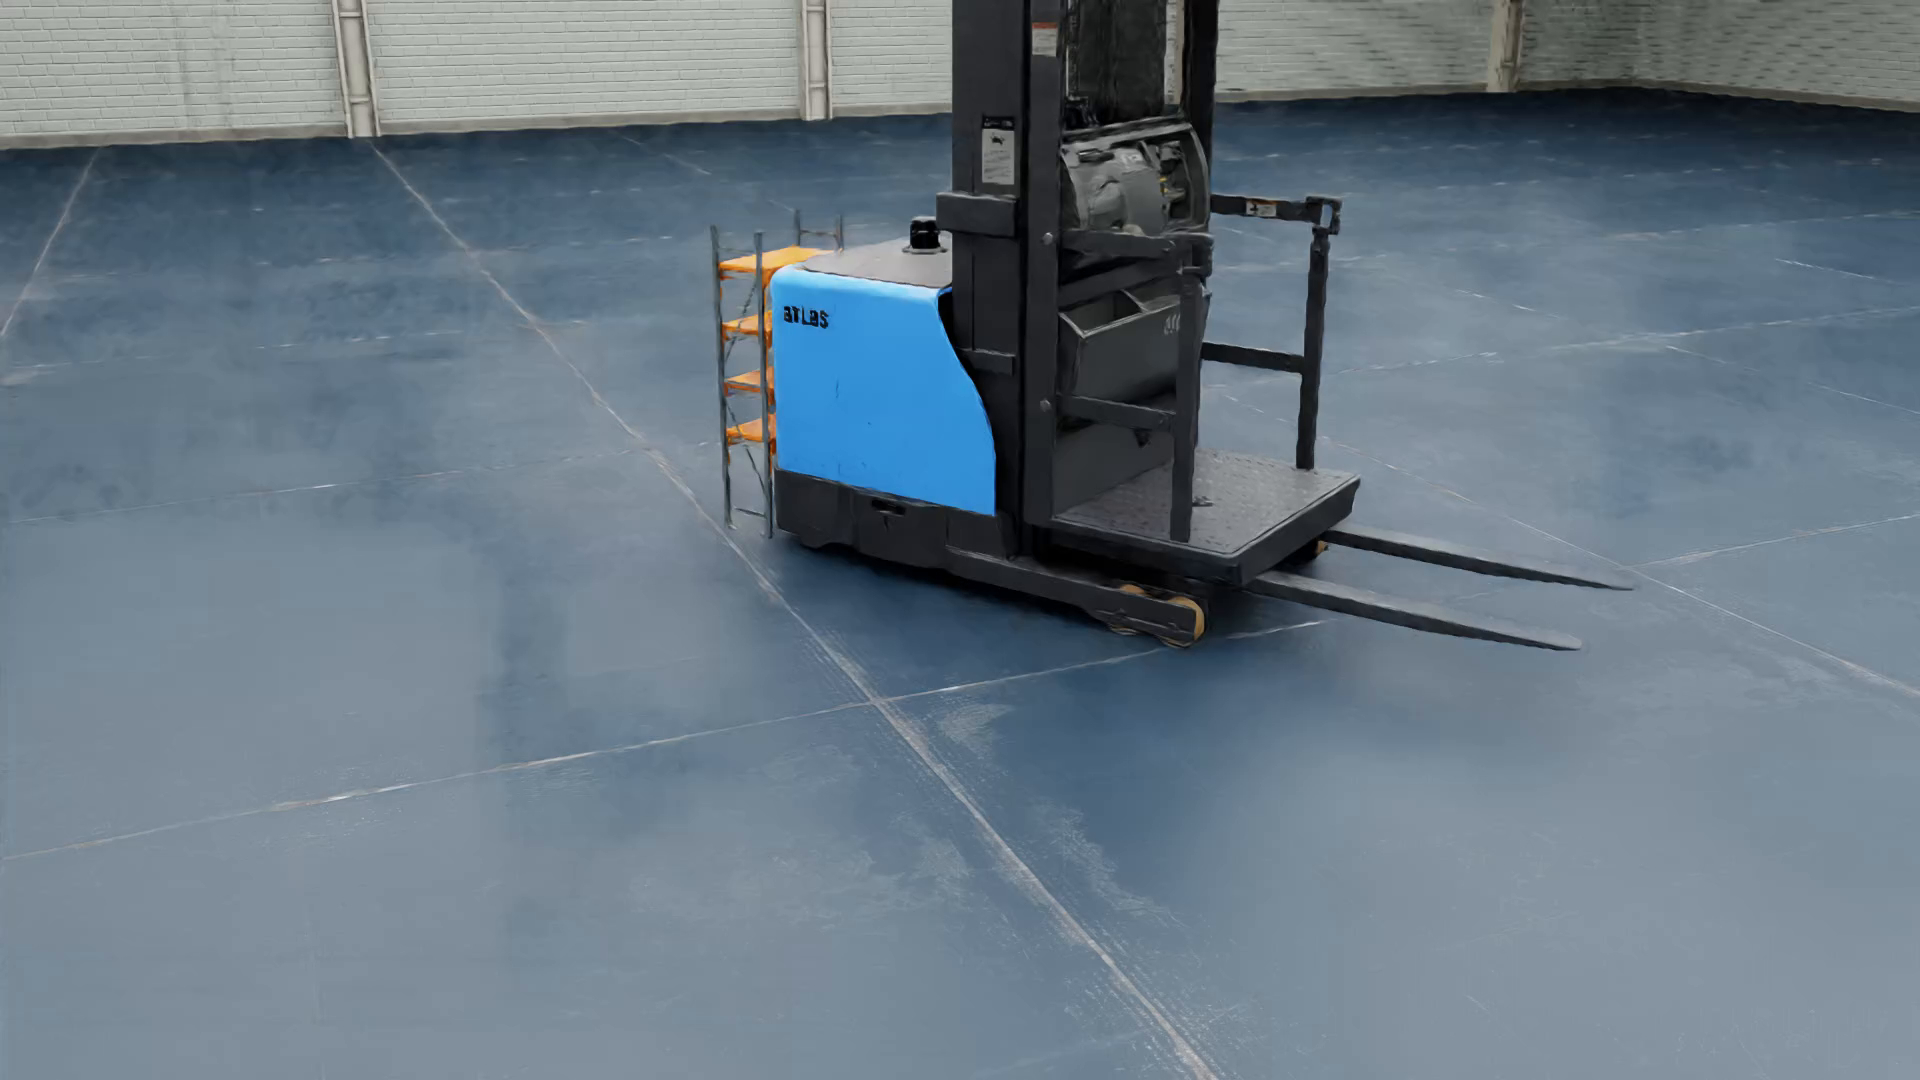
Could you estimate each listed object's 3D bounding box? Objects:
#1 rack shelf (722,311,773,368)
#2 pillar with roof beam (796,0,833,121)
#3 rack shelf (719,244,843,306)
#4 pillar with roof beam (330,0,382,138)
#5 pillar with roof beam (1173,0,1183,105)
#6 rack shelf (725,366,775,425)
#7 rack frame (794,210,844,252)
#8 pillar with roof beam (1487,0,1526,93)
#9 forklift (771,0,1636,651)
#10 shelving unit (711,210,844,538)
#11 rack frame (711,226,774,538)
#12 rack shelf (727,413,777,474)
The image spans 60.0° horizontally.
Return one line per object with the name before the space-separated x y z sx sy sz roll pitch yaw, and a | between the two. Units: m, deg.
rack shelf | -0.701 -0.813 6.552 0.258 0.148 0.480 13 23 32
pillar with roof beam | -0.303 -8.808 17.989 0.400 9.000 9.100 -8 21 -22
rack shelf | -0.701 -1.036 6.474 0.258 0.148 0.480 13 23 32
pillar with roof beam | -5.812 -8.019 15.747 0.400 9.000 9.100 -8 21 -22
pillar with roof beam | 5.207 -9.598 20.231 0.400 9.000 9.100 -8 21 -22
rack shelf | -0.701 -0.602 6.626 0.258 0.148 0.480 13 23 32
rack frame | -0.563 -0.732 6.794 0.240 1.200 0.015 13 23 32
pillar with roof beam | 10.716 -10.387 22.472 0.400 9.000 9.100 -8 21 -22
forklift | 0.783 -1.225 5.588 3.031 2.935 1.130 13 23 33
shelving unit | -0.701 -0.665 6.604 0.258 1.200 0.503 13 23 32
rack frame | -0.838 -0.598 6.414 0.240 1.200 0.015 13 23 32
rack shelf | -0.701 -0.414 6.692 0.258 0.148 0.480 13 23 32
